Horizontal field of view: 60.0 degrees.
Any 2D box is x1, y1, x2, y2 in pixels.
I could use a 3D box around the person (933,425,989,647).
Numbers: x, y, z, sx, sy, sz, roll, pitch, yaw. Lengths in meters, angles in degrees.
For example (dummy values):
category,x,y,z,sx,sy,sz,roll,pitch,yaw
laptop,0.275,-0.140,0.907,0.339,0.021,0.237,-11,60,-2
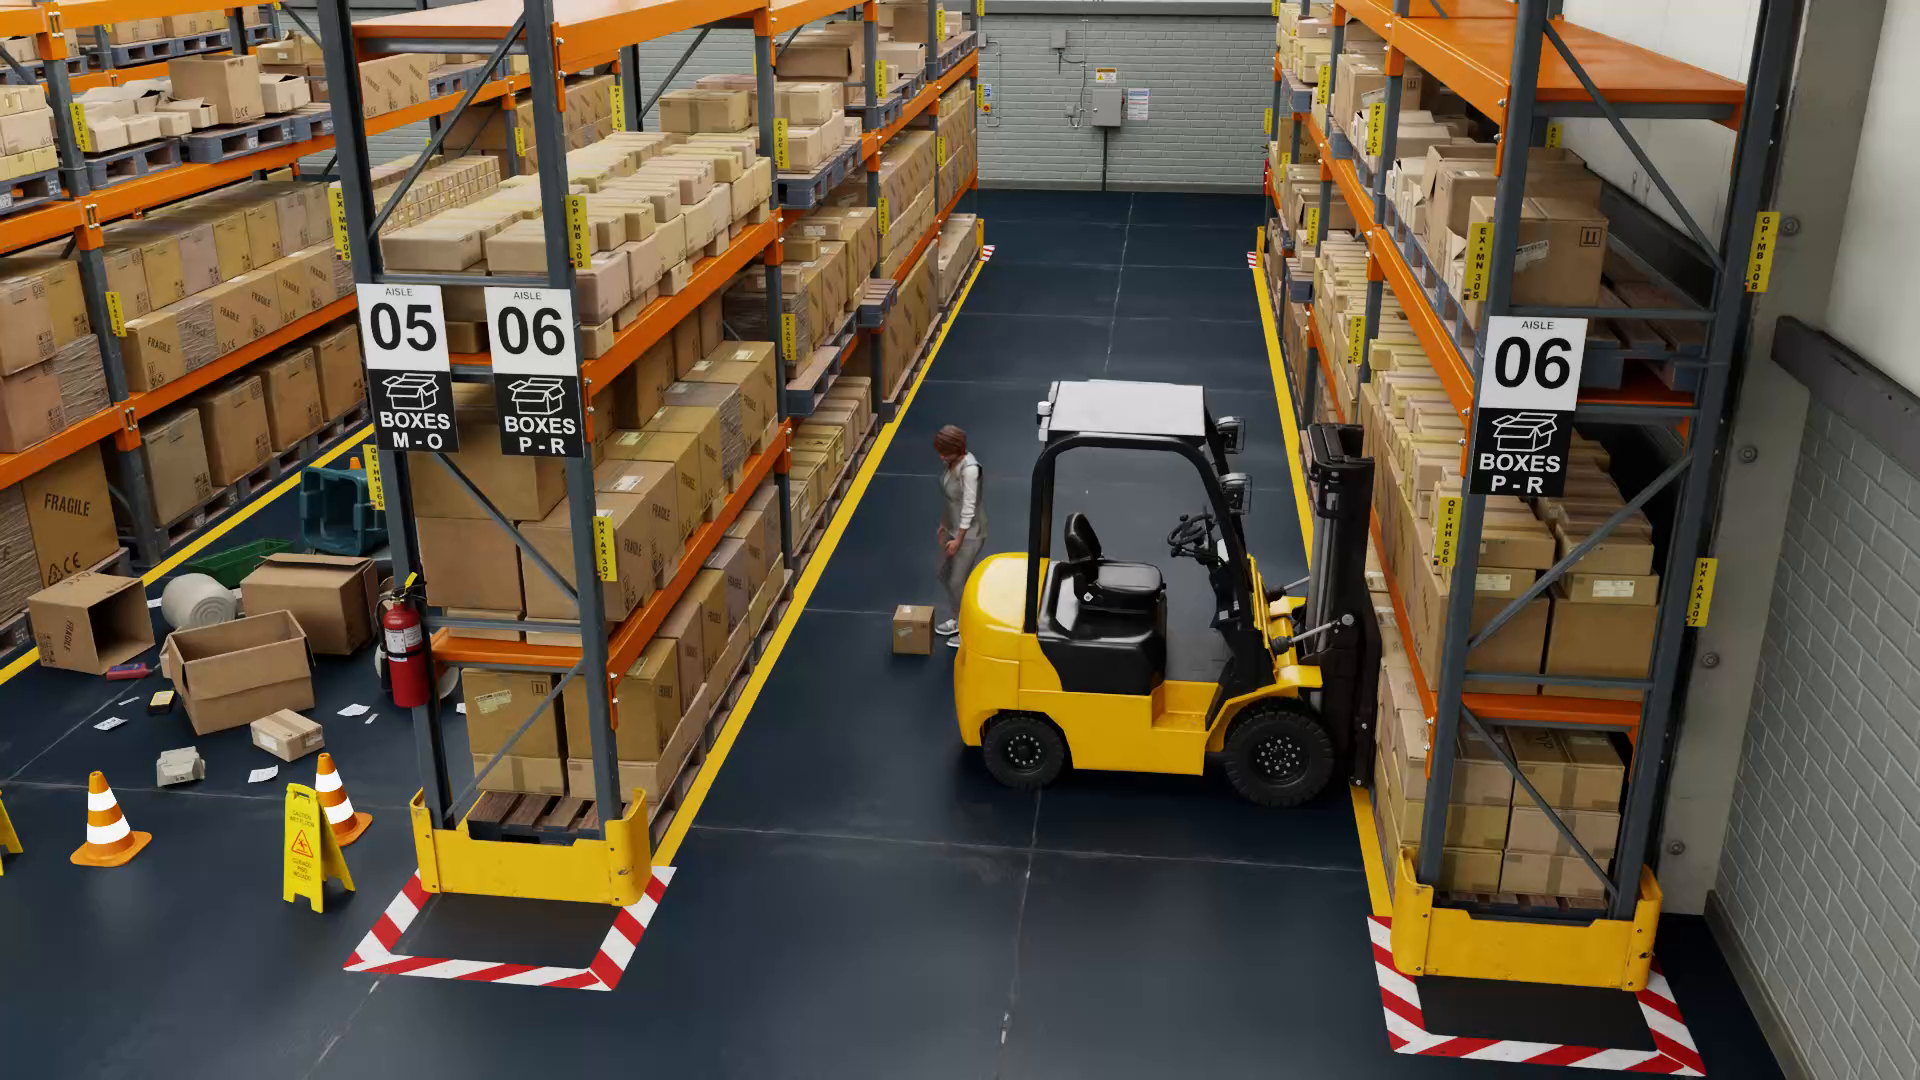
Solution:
category,x,y,z,sx,sy,sz,roll,pitch,yaw
person,0.006,-0.025,11.250,0.383,1.542,0.426,-8,23,-19
